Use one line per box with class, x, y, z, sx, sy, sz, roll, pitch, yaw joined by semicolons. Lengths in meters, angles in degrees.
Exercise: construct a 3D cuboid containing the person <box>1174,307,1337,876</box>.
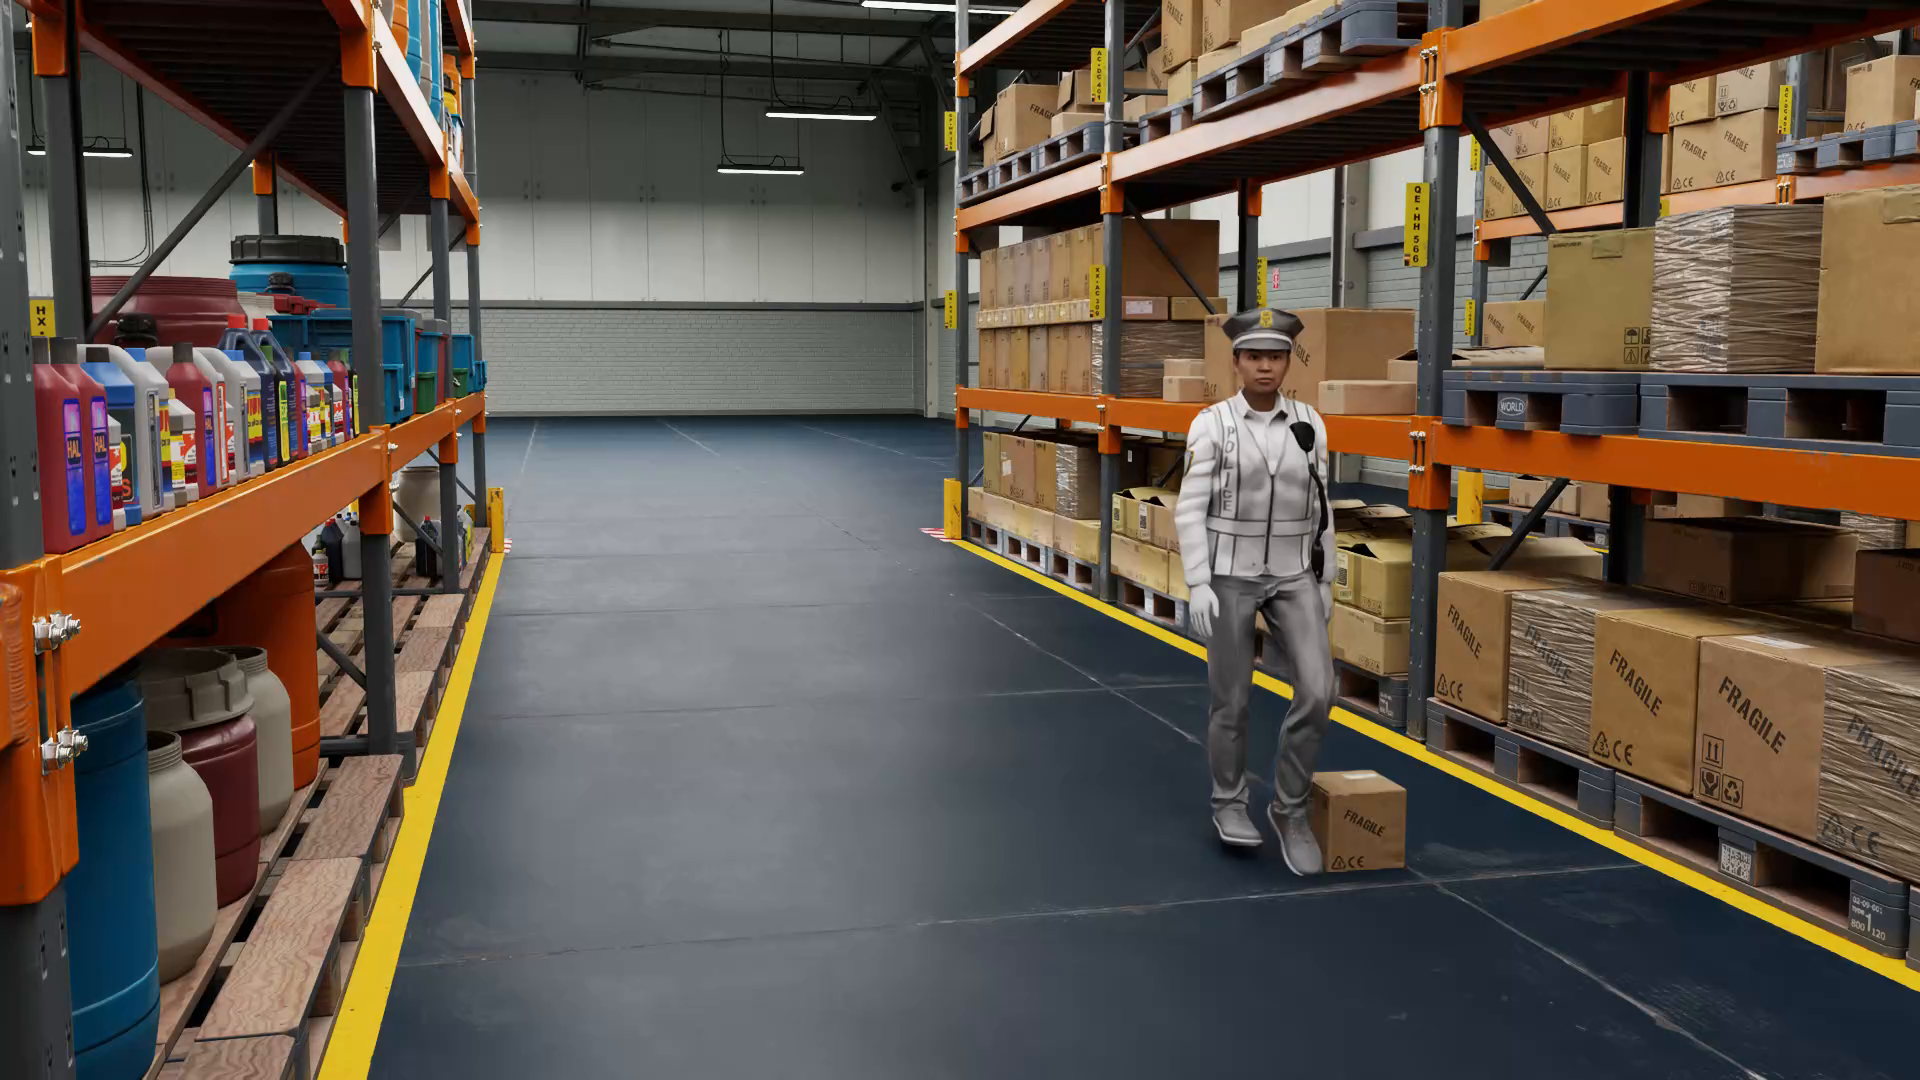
person;0.917;0.157;5.111;0.532;1.728;0.506;0;6;-2
